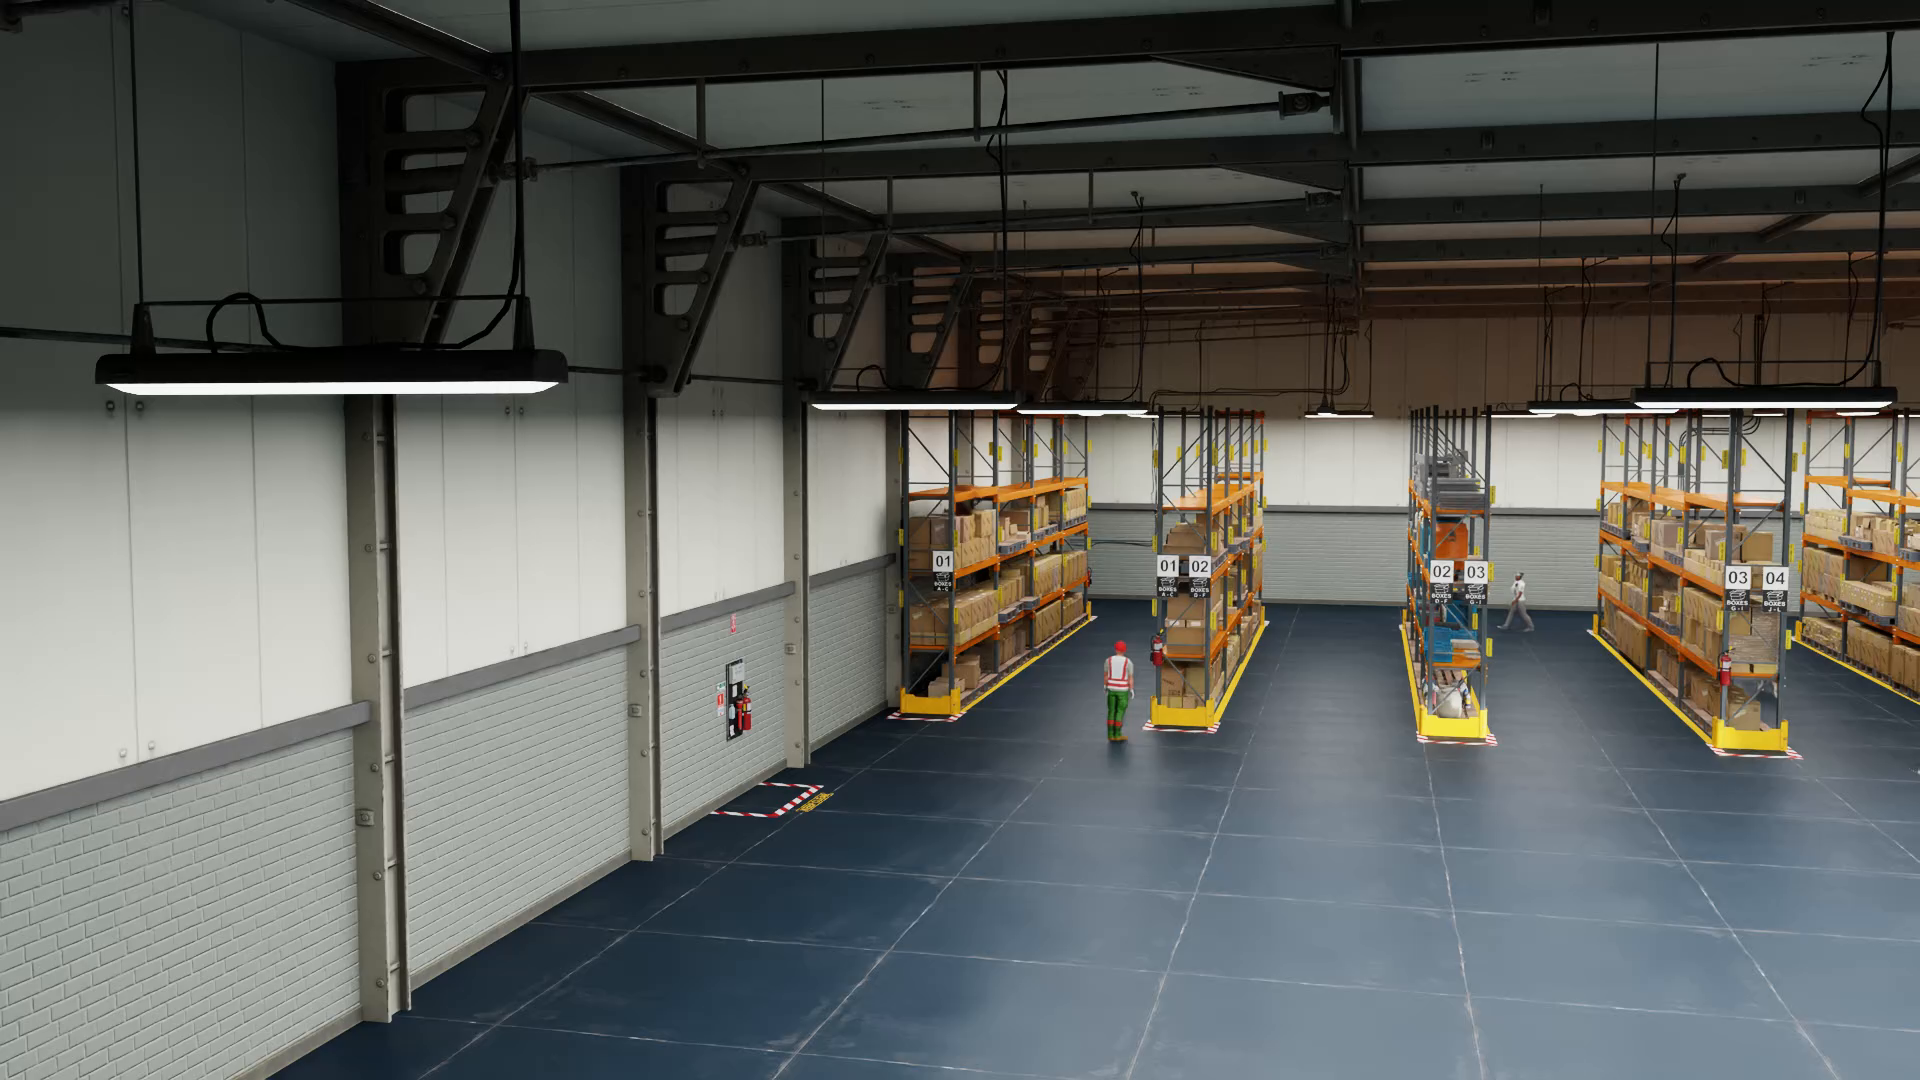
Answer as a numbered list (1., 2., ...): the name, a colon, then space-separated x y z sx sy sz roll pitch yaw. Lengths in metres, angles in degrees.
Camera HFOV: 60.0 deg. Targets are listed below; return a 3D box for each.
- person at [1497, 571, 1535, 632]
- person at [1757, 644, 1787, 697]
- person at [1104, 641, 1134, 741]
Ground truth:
1. person: 15.058 1.652 45.048 0.995 1.630 0.584 2 5 24
2. person: 16.891 2.394 34.724 0.672 1.648 1.066 1 4 13
3. person: 2.829 2.686 29.722 0.583 1.788 0.370 3 5 34
